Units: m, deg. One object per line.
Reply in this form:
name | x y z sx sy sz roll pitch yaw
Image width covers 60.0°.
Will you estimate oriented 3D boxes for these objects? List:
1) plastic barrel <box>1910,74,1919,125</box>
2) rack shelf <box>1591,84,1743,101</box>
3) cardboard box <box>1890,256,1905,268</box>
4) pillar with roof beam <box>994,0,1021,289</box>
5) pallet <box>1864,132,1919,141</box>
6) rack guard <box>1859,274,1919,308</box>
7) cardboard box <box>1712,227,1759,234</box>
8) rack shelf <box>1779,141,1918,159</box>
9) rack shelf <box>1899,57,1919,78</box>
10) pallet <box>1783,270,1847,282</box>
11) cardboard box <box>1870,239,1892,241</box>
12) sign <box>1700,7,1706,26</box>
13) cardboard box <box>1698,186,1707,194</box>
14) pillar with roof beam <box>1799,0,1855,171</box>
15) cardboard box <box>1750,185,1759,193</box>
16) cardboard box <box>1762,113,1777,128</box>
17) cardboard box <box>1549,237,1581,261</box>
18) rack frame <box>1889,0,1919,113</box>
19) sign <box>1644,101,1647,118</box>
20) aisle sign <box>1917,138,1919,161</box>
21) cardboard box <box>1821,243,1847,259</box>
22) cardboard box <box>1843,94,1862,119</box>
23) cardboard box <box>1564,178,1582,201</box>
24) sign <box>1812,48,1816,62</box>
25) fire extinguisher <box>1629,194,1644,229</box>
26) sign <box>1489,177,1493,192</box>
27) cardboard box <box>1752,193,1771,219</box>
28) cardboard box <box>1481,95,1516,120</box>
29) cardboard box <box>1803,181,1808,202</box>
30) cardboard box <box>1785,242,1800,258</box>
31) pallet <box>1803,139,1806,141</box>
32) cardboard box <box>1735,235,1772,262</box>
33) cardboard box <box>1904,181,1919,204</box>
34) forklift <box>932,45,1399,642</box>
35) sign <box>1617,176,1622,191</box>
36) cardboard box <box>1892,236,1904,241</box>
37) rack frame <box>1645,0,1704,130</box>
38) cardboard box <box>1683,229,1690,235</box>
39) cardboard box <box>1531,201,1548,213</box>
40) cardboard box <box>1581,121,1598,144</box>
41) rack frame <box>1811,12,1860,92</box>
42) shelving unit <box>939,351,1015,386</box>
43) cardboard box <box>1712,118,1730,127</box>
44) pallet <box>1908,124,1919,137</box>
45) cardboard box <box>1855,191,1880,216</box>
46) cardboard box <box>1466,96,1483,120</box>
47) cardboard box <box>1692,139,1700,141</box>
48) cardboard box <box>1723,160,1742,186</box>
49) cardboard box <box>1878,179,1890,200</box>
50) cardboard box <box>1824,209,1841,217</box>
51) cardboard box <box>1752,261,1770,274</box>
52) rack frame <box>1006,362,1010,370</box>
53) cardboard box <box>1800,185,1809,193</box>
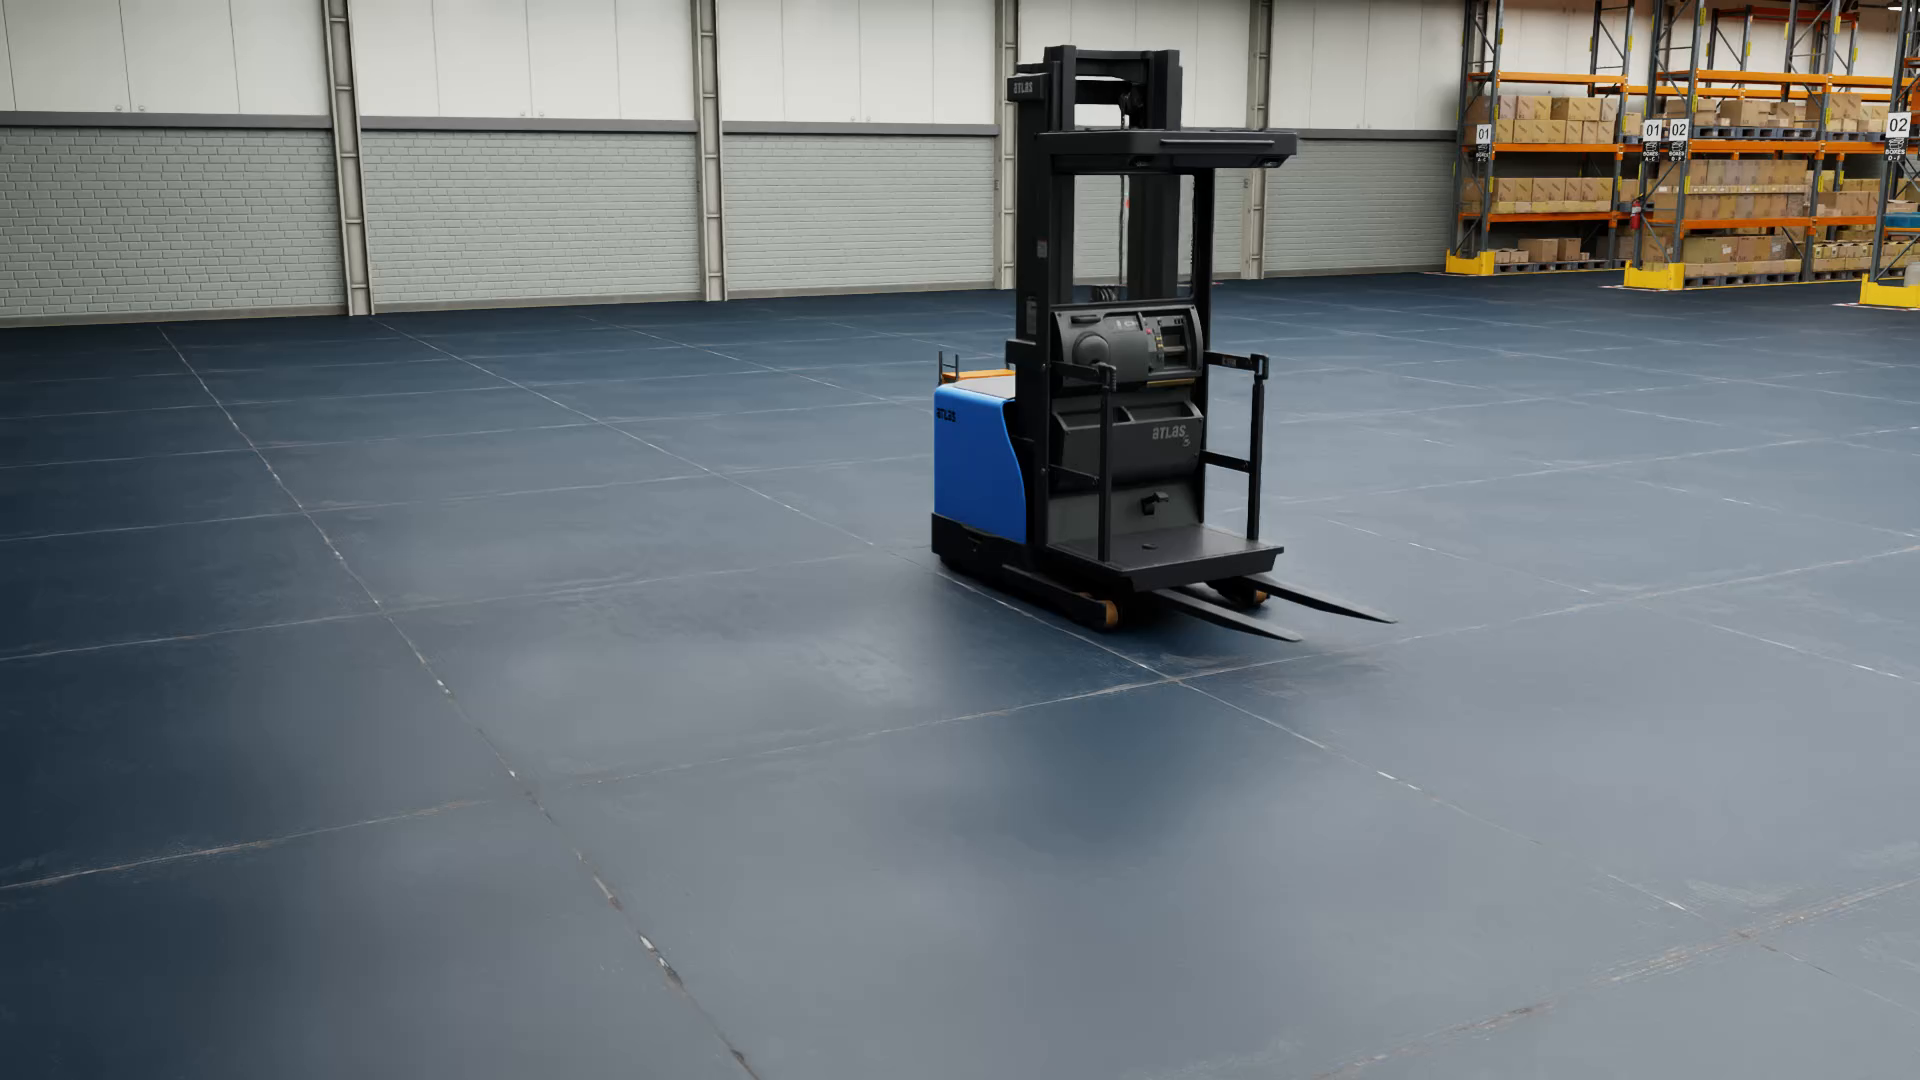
plastic barrel | 16.345 -7.417 27.970 0.708 0.830 0.600 -7 14 -28
rack shelf | 16.499 -10.385 38.809 4.000 0.370 1.077 -7 14 -28
cardboard box | 19.835 -5.967 35.597 0.500 0.250 0.500 -7 14 -29
pillar with roof beam | 2.962 -8.448 27.654 0.400 9.000 9.100 -7 14 -28
pallet | 20.078 -8.543 35.337 1.003 0.211 1.213 -6 14 -25
rack guard | 16.023 -4.262 28.407 0.348 0.500 1.175 -7 14 -28
cardboard box | 18.962 -7.423 40.701 0.750 0.750 0.750 -7 14 -29
rack shelf | 18.875 -8.163 34.854 4.000 0.370 1.077 -7 14 -28
rack shelf | 17.735 -8.055 28.456 4.000 0.370 1.077 -7 14 -28
pallet | 17.748 -5.565 34.854 1.213 0.211 1.003 -7 14 -28
cardboard box | 20.031 -6.399 36.241 0.500 0.311 0.500 -6 14 -26
sign | 13.869 -9.771 31.043 0.005 0.325 0.100 -7 14 -28
cardboard box | 14.287 -6.812 32.343 0.250 0.149 0.380 -7 15 -29
pillar with roof beam | 24.028 -10.973 38.872 0.548 9.000 9.100 -7 14 -28
cardboard box | 15.637 -6.973 33.058 0.250 0.149 0.380 -6 14 -26
cardboard box | 16.078 -8.474 33.527 0.500 0.311 0.500 -8 15 -31
cardboard box | 13.851 -6.672 38.117 0.500 0.500 0.500 -8 15 -32
rack frame | 15.979 -8.391 27.398 0.127 3.000 1.000 -7 14 -28
sign | 13.361 -8.382 32.353 0.005 0.325 0.100 -7 14 -28
aisle sign | 16.056 -6.668 27.487 0.004 0.787 0.394 -7 14 -28
cardboard box | 18.044 -6.024 34.573 0.500 0.311 0.500 -7 14 -29
cardboard box | 18.169 -8.922 34.269 0.500 0.500 0.500 -5 14 -22
cardboard box | 13.594 -7.883 37.392 0.500 0.500 0.500 -7 15 -29
sign | 21.521 -12.205 41.858 0.005 0.325 0.100 -7 14 -28
fire extinguisher | 13.283 -6.458 32.651 0.183 0.674 0.296 -7 14 -28
sign | 11.492 -7.691 35.981 0.005 0.325 0.100 -7 14 -28
cardboard box | 15.831 -6.732 33.463 0.500 0.500 0.700 -7 14 -27
cardboard box | 11.687 -9.377 36.060 0.500 0.500 0.500 -8 15 -32
cardboard box | 20.593 -8.635 41.198 0.500 0.500 0.500 -7 14 -28
cardboard box | 17.338 -6.075 34.799 0.500 0.311 0.500 -7 14 -28
pallet | 20.984 -9.900 41.371 1.217 0.209 0.805 -8 15 -30
cardboard box | 15.936 -5.875 33.479 0.500 0.500 0.500 -7 14 -28
cardboard box | 21.130 -7.602 36.373 0.700 0.500 0.500 11 17 41
forklift | 1.020 -1.077 8.717 1.130 2.935 3.031 -8 15 -30
sign | 15.010 -8.113 37.854 0.005 0.325 0.100 -7 14 -28
cardboard box | 24.270 -7.896 43.601 0.500 0.500 0.700 -7 14 -28
rack frame | 13.609 -9.346 31.641 0.127 3.000 1.000 -7 14 -28
cardboard box | 17.117 -7.442 39.830 0.500 0.250 0.500 -7 14 -27
cardboard box | 12.712 -7.410 36.999 0.500 0.250 0.500 -7 15 -29
cardboard box | 13.968 -9.165 37.394 0.500 0.500 0.500 -8 15 -33
rack frame | 21.765 -11.563 41.491 0.127 3.000 1.000 -7 14 -28
shelving unit | 0.145 -0.603 10.555 0.503 1.200 0.258 -7 14 -28
cardboard box | 14.726 -8.123 32.336 0.250 0.149 0.380 -7 14 -28
pallet | 16.752 -6.904 28.051 1.213 0.211 1.003 -7 14 -28
cardboard box | 19.166 -7.130 35.230 0.500 0.500 0.500 -8 15 -31
cardboard box | 11.485 -9.479 36.513 0.500 0.500 0.500 -6 14 -25
cardboard box | 17.072 -9.620 39.410 0.637 0.503 0.797 -5 14 -20
cardboard box | 14.972 -7.263 32.865 0.500 0.500 0.700 -7 14 -28
cardboard box | 23.526 -8.990 43.041 0.700 0.700 0.980 -8 15 -31
cardboard box | 17.996 -6.771 34.437 0.250 0.149 0.380 -7 14 -28
cardboard box | 15.942 -5.506 33.550 0.500 0.250 0.500 -7 14 -28
rack frame | 0.359 -0.628 10.669 0.015 1.200 0.240 -7 14 -28
cardboard box | 16.984 -7.135 33.777 0.250 0.149 0.380 -7 14 -28
